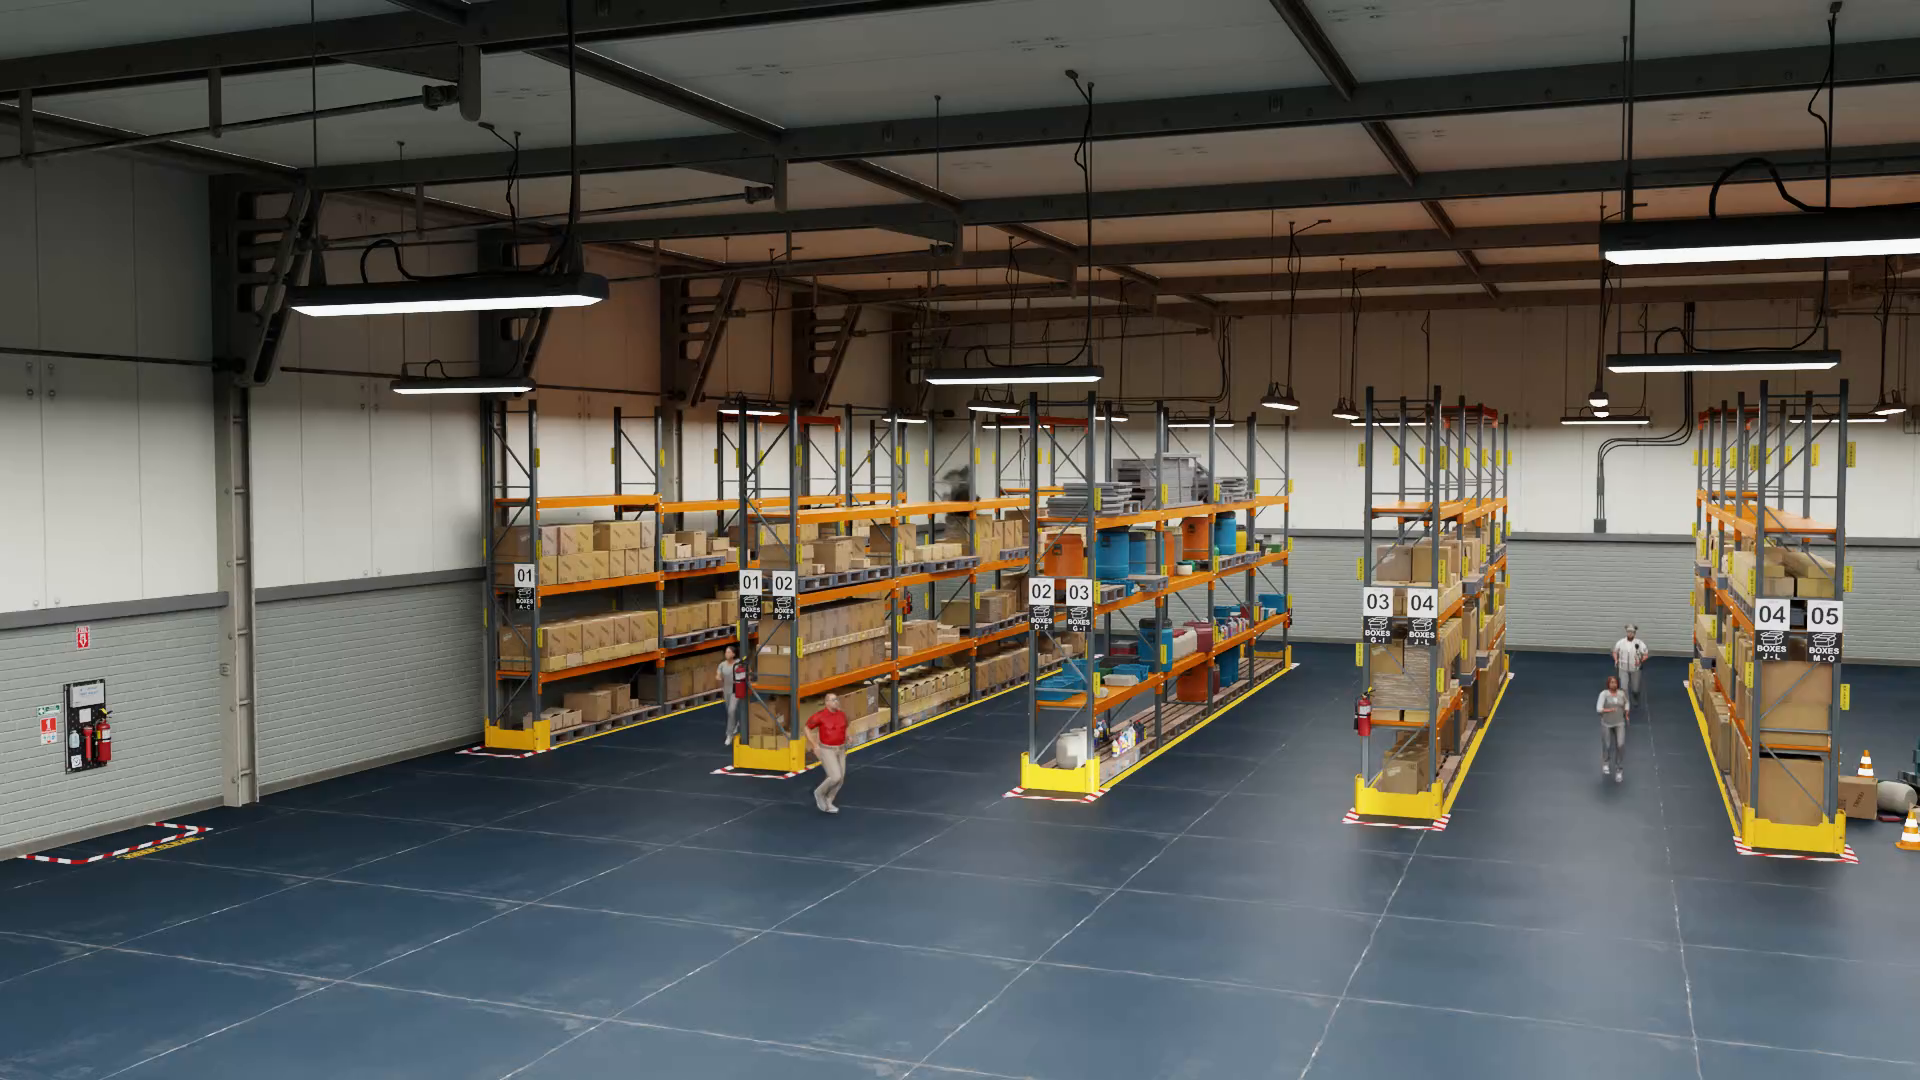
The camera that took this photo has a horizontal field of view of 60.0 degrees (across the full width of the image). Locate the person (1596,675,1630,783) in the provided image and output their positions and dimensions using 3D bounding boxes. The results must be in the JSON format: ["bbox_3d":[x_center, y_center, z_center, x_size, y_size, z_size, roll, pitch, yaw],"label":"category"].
[{"bbox_3d":[10.156,2.923,25.858,0.510,1.646,0.724,1,3,14],"label":"person"}]

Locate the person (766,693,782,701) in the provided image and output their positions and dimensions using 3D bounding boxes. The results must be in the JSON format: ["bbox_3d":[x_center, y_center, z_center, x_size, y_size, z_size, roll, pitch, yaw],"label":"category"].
[{"bbox_3d":[-3.508,2.571,31.854,0.667,1.699,0.915,1,3,15],"label":"person"}]

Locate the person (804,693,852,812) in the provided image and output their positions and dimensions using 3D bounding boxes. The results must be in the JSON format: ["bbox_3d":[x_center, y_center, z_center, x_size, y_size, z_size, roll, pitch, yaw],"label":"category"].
[{"bbox_3d":[-1.770,2.996,23.371,0.653,1.685,0.611,-3,4,-44],"label":"person"}]

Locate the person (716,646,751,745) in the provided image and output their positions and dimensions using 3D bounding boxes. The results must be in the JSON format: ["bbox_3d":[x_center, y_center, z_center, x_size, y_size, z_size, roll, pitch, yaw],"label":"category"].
[{"bbox_3d":[-4.008,2.714,29.426,0.572,1.695,0.955,1,3,15],"label":"person"}]

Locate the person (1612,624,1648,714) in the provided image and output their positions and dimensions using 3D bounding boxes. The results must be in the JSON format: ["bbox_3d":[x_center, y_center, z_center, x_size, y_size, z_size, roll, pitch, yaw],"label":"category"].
[{"bbox_3d":[13.150,2.519,32.659,0.669,1.737,0.710,1,3,28],"label":"person"}]
